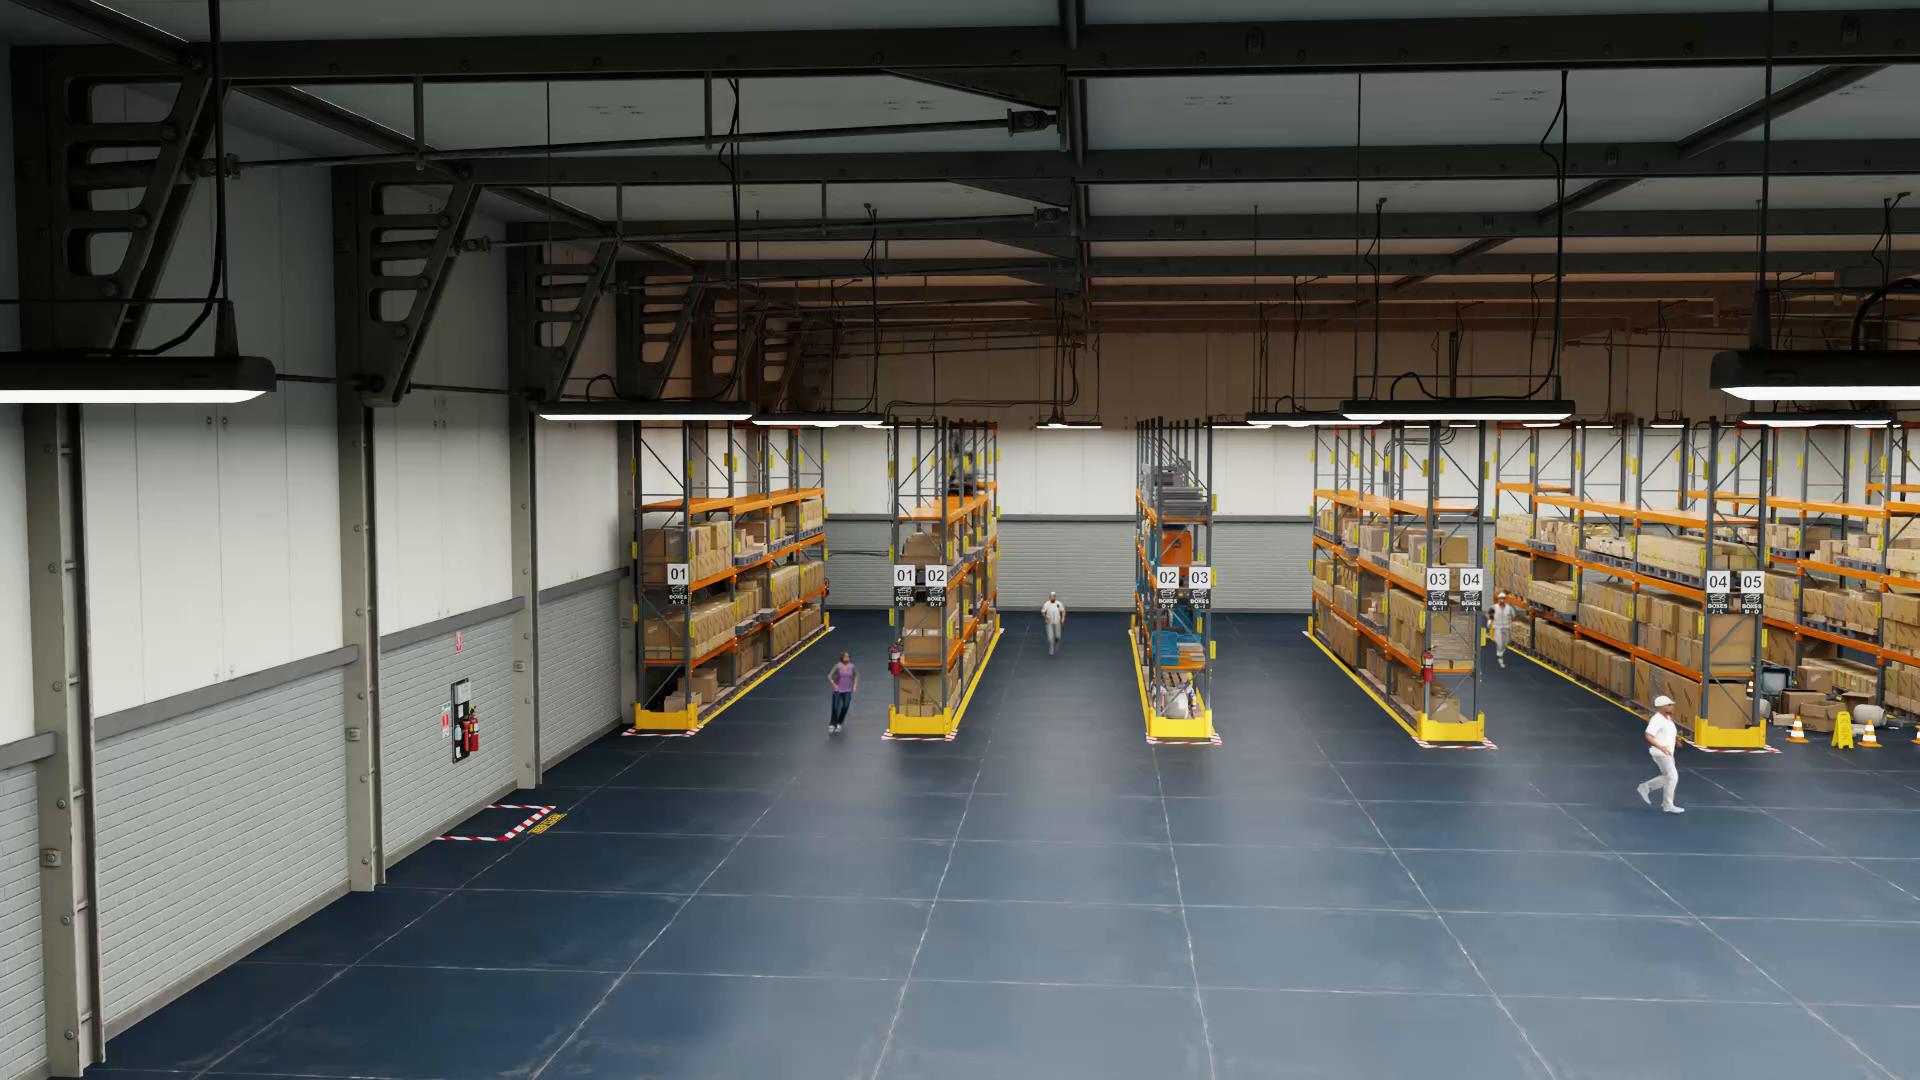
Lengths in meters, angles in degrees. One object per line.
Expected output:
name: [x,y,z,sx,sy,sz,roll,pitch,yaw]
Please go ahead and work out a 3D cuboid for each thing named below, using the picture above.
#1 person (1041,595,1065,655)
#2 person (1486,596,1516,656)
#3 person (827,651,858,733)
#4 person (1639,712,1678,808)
person: [2.400,2.146,42.590,0.639,1.592,0.528,0,4,-3]
person: [13.126,2.063,40.281,0.659,1.470,0.687,0,4,3]
person: [-2.215,2.880,31.552,0.604,1.553,0.547,-1,4,-9]
person: [10.544,3.310,25.093,0.574,1.429,0.436,3,5,36]
